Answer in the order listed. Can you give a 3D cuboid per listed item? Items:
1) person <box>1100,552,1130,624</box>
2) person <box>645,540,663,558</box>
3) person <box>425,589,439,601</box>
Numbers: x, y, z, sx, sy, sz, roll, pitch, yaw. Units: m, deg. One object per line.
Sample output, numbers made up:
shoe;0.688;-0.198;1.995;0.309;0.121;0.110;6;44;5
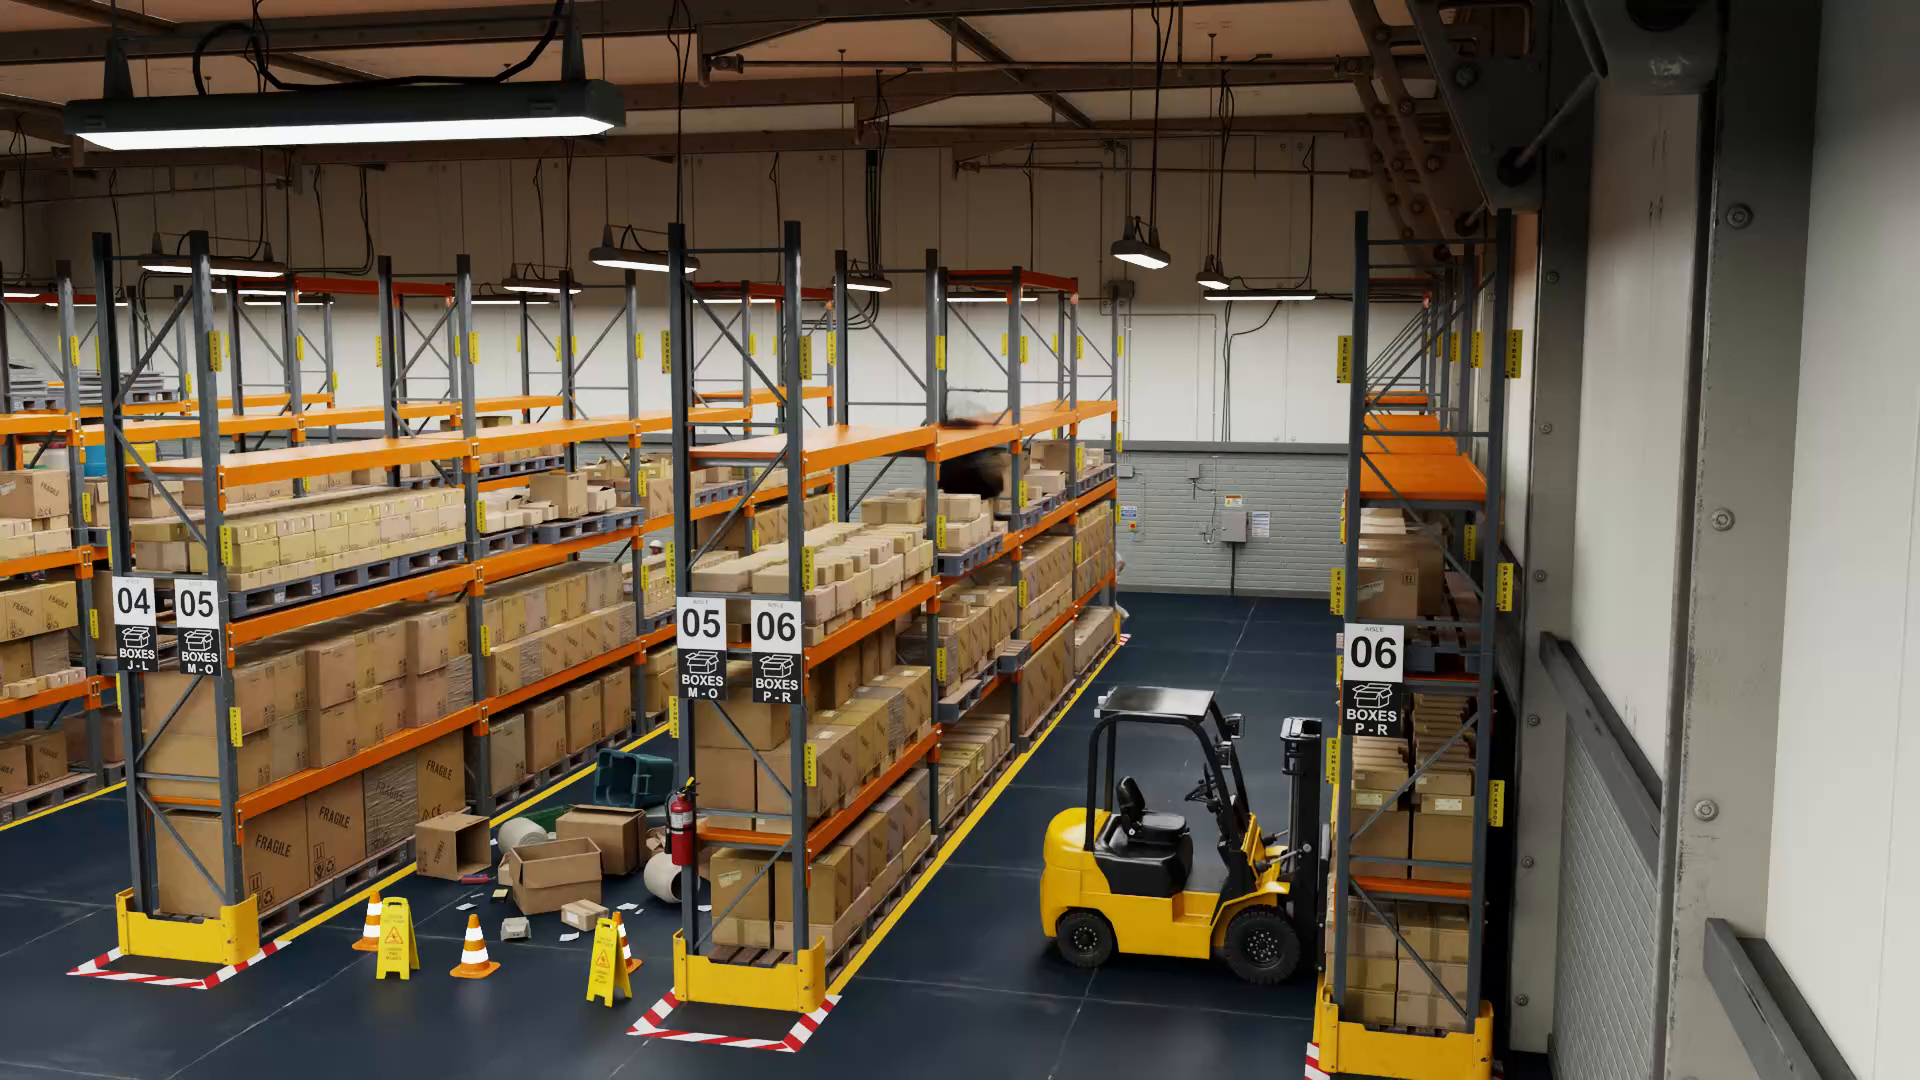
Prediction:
person;2.629;0.762;29.519;0.609;1.643;0.874;-6;9;-42
person;-5.024;0.899;27.569;0.685;1.814;0.875;2;7;17
person;-7.370;1.498;23.271;0.597;1.772;0.801;1;7;11
